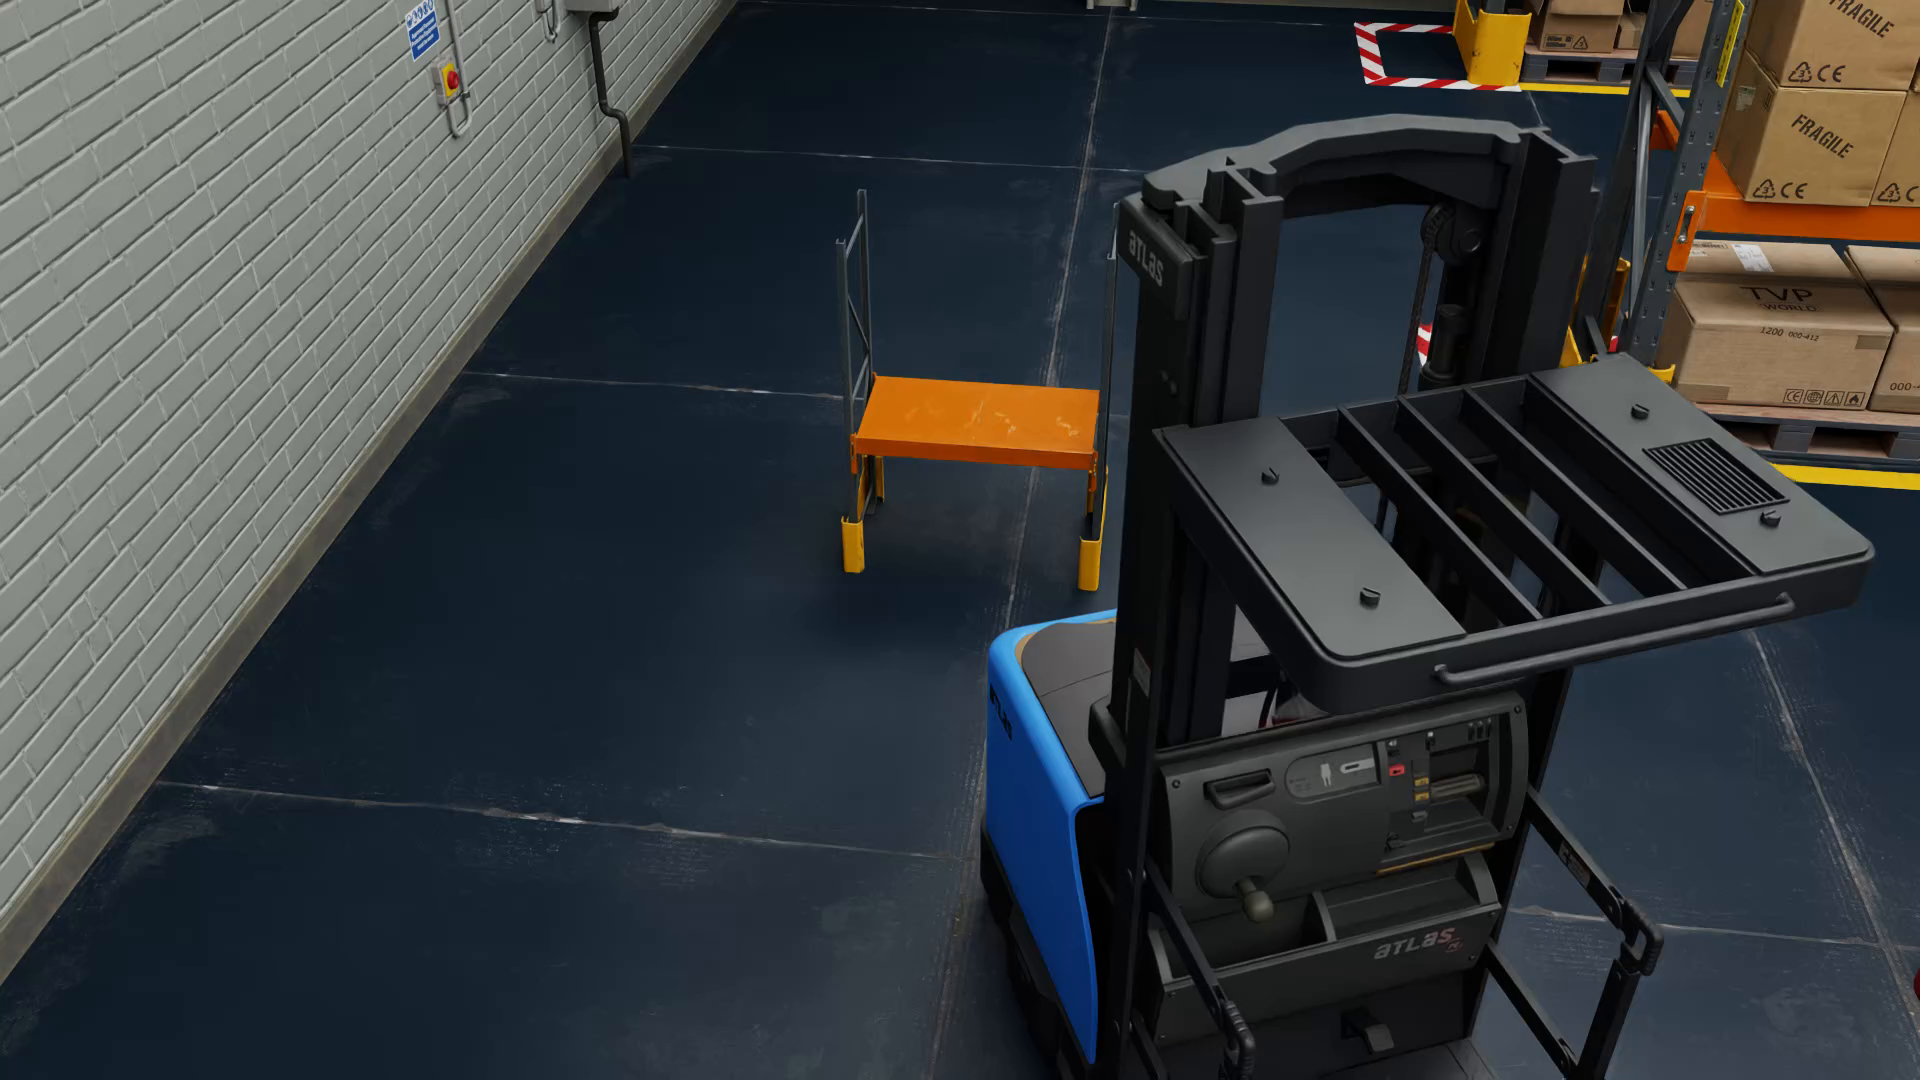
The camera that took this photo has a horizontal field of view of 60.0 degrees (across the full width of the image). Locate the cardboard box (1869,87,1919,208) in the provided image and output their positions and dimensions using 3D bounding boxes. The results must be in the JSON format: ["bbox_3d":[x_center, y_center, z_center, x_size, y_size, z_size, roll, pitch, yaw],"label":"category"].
[{"bbox_3d":[4.087,-1.731,7.008,0.500,0.500,0.500,4,36,5],"label":"cardboard box"}]

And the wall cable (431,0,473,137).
[{"bbox_3d":[-2.453,-2.743,7.610,0.123,1.953,0.585,4,36,6],"label":"wall cable"}]

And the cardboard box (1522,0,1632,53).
[{"bbox_3d":[4.366,-3.828,11.819,0.637,0.503,0.797,3,36,4],"label":"cardboard box"}]

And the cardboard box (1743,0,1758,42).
[{"bbox_3d":[3.651,-2.462,7.171,0.500,0.500,0.500,5,36,8],"label":"cardboard box"}]

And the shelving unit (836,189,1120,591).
[{"bbox_3d":[0.076,-0.605,6.806,1.083,1.500,0.587,4,36,6],"label":"shelving unit"}]

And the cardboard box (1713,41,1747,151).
[{"bbox_3d":[3.655,-2.070,7.483,0.500,0.500,0.500,4,36,6],"label":"cardboard box"}]

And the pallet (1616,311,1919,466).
[{"bbox_3d":[3.946,-0.764,8.138,1.213,0.211,1.003,4,36,6],"label":"pallet"}]

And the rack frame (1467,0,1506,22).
[{"bbox_3d":[3.771,-4.773,11.356,0.127,3.000,1.000,4,36,6],"label":"rack frame"}]

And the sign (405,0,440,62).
[{"bbox_3d":[-2.520,-2.403,7.803,0.001,0.218,0.327,4,36,6],"label":"sign"}]

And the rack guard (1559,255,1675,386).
[{"bbox_3d":[3.119,-0.897,8.077,0.348,0.500,1.175,4,36,6],"label":"rack guard"}]

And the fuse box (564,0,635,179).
[{"bbox_3d":[-2.041,-2.992,9.969,0.414,1.711,0.539,4,36,6],"label":"fuse box"}]

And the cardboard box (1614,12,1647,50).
[{"bbox_3d":[4.782,-3.630,11.847,0.250,0.149,0.380,3,36,4],"label":"cardboard box"}]

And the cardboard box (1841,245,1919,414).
[{"bbox_3d":[4.719,-0.987,7.895,0.875,0.438,0.875,5,36,7],"label":"cardboard box"}]

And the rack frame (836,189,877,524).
[{"bbox_3d":[-0.420,-0.642,6.858,0.032,1.500,0.500,4,36,6],"label":"rack frame"}]

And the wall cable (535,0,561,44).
[{"bbox_3d":[-2.284,-3.548,8.765,0.122,1.984,0.588,4,36,6],"label":"wall cable"}]

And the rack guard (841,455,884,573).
[{"bbox_3d":[-0.418,-0.133,7.221,0.087,0.250,0.587,4,36,6],"label":"rack guard"}]

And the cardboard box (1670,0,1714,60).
[{"bbox_3d":[5.209,-3.741,11.700,0.500,0.500,0.700,6,36,8],"label":"cardboard box"}]

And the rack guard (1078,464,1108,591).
[{"bbox_3d":[0.570,-0.059,7.118,0.087,0.250,0.587,4,36,6],"label":"rack guard"}]

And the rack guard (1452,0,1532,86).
[{"bbox_3d":[3.847,-3.750,12.074,0.348,0.500,1.175,4,36,6],"label":"rack guard"}]

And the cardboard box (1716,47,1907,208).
[{"bbox_3d":[3.582,-1.753,7.037,0.500,0.500,0.500,4,36,6],"label":"cardboard box"}]

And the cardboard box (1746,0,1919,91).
[{"bbox_3d":[3.582,-2.161,6.749,0.500,0.500,0.500,4,36,5],"label":"cardboard box"}]

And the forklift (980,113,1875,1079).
[{"bbox_3d":[0.982,0.696,3.752,1.130,2.935,3.031,-10,37,-14],"label":"forklift"}]

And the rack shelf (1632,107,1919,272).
[{"bbox_3d":[5.126,-1.472,7.350,4.000,0.370,1.077,4,36,6],"label":"rack shelf"}]

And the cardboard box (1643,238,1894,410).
[{"bbox_3d":[3.810,-1.050,7.983,0.875,0.438,0.875,3,36,4],"label":"cardboard box"}]

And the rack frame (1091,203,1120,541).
[{"bbox_3d":[0.589,-0.567,6.753,0.032,1.500,0.500,4,36,6],"label":"rack frame"}]

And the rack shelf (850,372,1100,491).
[{"bbox_3d":[0.085,-0.458,6.910,1.000,0.185,0.538,4,36,6],"label":"rack shelf"}]

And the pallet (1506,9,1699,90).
[{"bbox_3d":[4.637,-3.574,12.076,1.213,0.211,1.003,4,36,6],"label":"pallet"}]

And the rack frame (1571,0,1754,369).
[{"bbox_3d":[3.143,-1.913,7.348,0.127,3.000,1.000,4,36,6],"label":"rack frame"}]

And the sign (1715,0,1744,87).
[{"bbox_3d":[3.066,-1.978,6.626,0.005,0.325,0.100,4,36,6],"label":"sign"}]

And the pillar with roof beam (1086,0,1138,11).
[{"bbox_3d":[0.663,-5.453,7.145,0.400,9.000,9.100,4,36,6],"label":"pillar with roof beam"}]

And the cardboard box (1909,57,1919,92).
[{"bbox_3d":[4.096,-2.127,6.701,0.500,0.500,0.500,3,36,5],"label":"cardboard box"}]

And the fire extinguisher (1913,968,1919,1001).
[{"bbox_3d":[2.421,0.846,3.871,0.183,0.674,0.296,4,36,6],"label":"fire extinguisher"}]
